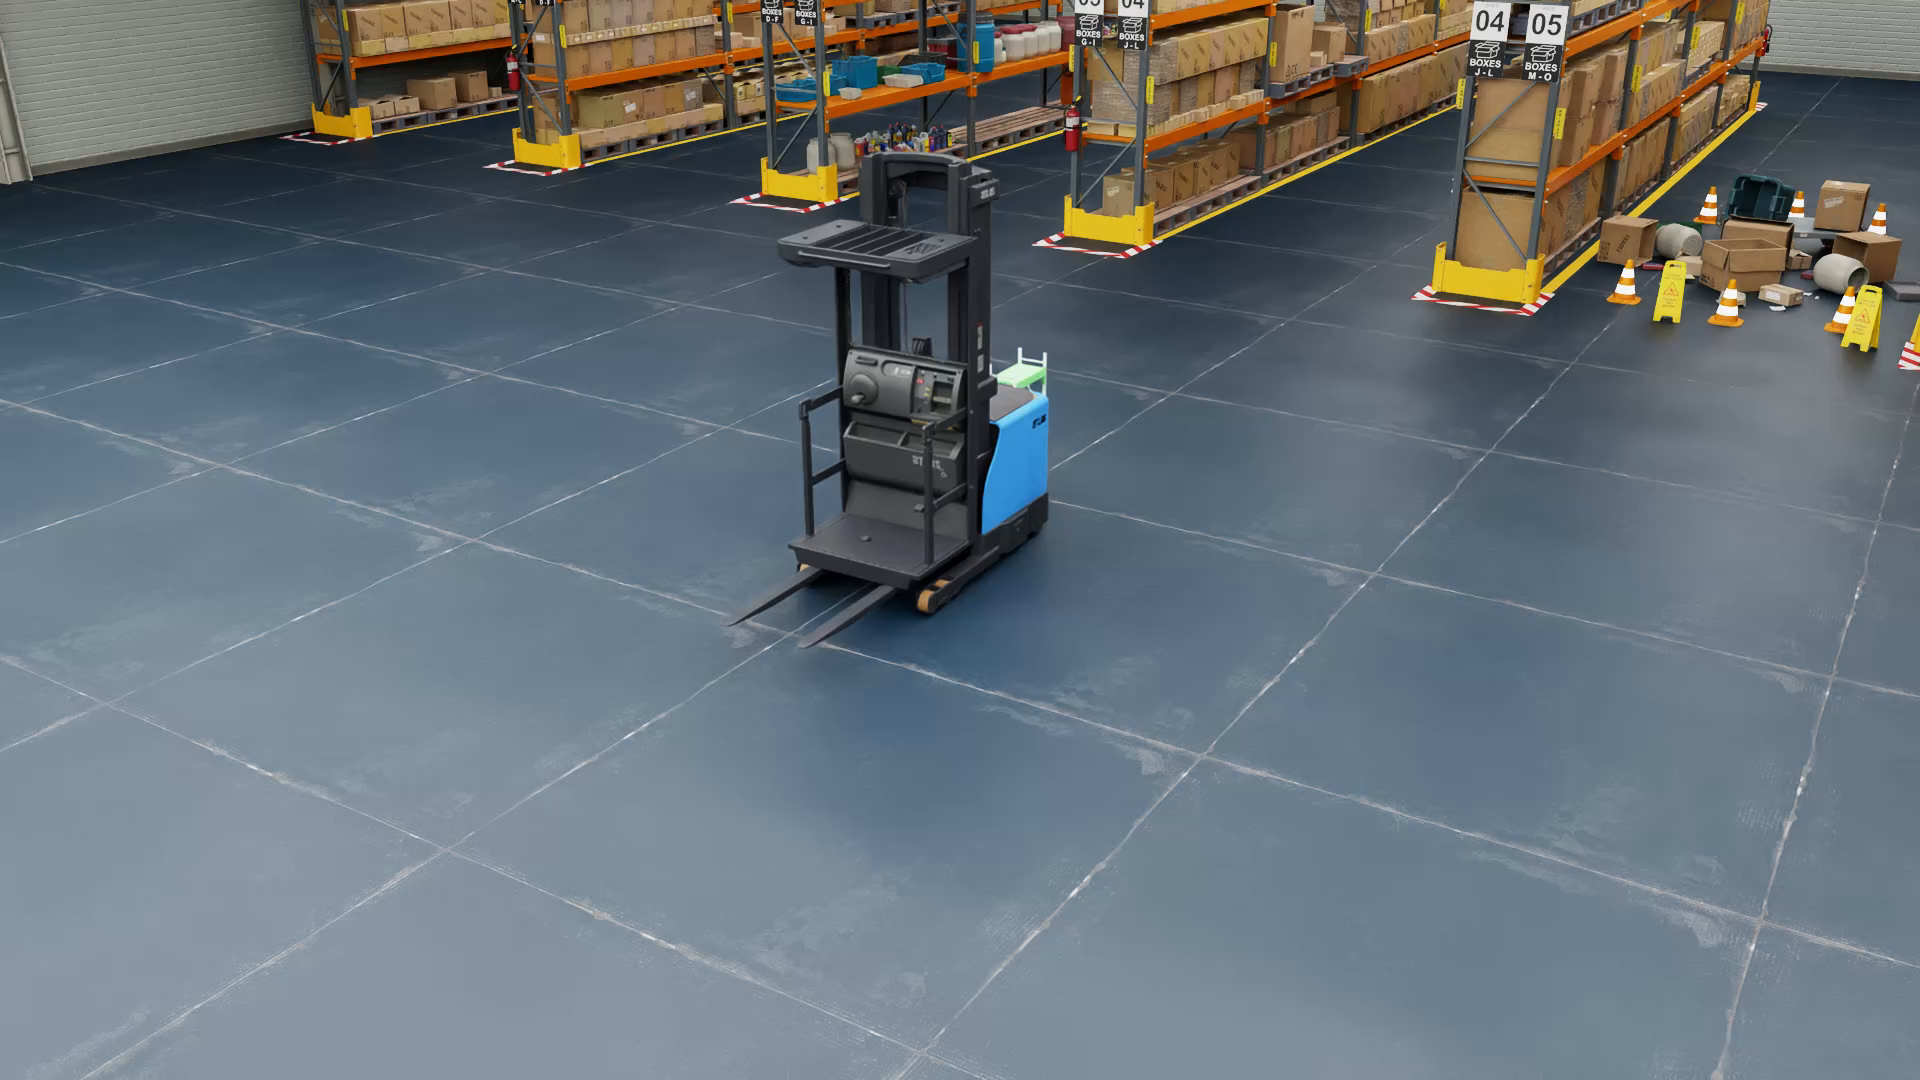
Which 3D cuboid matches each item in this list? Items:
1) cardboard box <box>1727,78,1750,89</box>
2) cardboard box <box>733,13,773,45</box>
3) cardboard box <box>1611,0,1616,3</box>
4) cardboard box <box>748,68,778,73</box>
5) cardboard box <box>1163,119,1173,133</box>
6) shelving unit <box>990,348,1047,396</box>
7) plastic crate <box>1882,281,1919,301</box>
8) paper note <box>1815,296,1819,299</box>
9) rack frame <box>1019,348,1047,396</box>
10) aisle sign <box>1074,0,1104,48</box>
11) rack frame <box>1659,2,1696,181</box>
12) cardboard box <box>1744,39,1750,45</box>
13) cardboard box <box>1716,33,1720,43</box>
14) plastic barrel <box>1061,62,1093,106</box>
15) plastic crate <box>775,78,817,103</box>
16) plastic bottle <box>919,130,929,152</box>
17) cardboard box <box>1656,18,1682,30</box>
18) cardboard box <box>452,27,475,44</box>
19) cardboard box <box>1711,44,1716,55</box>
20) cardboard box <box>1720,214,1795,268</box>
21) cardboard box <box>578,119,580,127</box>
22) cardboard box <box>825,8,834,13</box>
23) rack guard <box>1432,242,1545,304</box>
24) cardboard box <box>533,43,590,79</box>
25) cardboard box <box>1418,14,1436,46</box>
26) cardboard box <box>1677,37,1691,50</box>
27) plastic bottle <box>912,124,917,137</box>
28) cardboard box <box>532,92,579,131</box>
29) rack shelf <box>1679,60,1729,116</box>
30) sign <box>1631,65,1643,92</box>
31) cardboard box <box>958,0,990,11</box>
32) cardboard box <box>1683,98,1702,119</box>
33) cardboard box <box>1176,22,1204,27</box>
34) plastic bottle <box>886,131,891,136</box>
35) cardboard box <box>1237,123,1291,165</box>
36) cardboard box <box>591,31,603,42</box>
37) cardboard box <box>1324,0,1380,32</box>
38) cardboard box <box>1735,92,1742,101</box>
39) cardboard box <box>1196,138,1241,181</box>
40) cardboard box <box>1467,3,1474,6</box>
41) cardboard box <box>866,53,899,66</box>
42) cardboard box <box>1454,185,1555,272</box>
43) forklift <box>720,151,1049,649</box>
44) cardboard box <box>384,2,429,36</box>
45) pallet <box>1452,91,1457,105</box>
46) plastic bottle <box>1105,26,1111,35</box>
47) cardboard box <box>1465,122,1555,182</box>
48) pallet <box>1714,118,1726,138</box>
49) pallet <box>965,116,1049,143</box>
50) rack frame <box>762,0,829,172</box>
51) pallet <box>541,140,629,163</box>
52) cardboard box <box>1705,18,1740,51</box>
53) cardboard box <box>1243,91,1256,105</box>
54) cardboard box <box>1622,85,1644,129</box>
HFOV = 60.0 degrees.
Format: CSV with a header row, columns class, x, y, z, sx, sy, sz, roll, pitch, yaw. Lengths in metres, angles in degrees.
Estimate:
class,x,y,z,sx,sy,sz,roll,pitch,yaw
cardboard box,14.214,-8.355,30.420,0.380,0.149,0.250,13,27,28
cardboard box,-3.719,-9.196,29.926,0.500,0.500,0.500,16,28,33
cardboard box,7.434,-6.360,19.388,0.380,0.149,0.250,14,27,29
cardboard box,-3.643,-8.615,30.937,0.500,0.311,0.500,13,27,28
cardboard box,2.534,-5.382,21.558,0.380,0.149,0.250,14,27,29
shelving unit,0.444,-0.847,13.033,0.258,1.200,0.503,13,27,28
plastic crate,10.892,-2.864,19.102,0.402,0.080,0.583,5,24,11
paper note,9.777,-2.766,18.963,0.032,0.001,0.123,14,27,29
rack frame,0.568,-0.931,13.226,0.240,1.200,0.015,13,27,28
aisle sign,1.600,-6.524,20.608,0.394,0.787,0.004,14,27,29
rack frame,10.268,-6.916,24.785,1.000,3.000,0.127,14,27,29
cardboard box,13.995,-8.994,29.901,0.380,0.149,0.250,13,26,27
cardboard box,12.198,-8.215,27.199,0.380,0.149,0.250,14,27,29
plastic barrel,2.144,-8.393,30.400,0.600,0.830,0.708,14,27,29
plastic crate,-2.310,-6.490,23.990,0.499,0.251,0.616,14,27,29
plastic bottle,-0.576,-6.212,25.940,0.144,0.351,0.185,14,27,29
cardboard box,11.780,-8.580,27.667,0.380,0.149,0.250,15,28,32
cardboard box,-9.141,-9.131,30.065,0.500,0.250,0.500,14,27,29
cardboard box,12.067,-7.996,27.068,0.380,0.149,0.250,14,27,29
cardboard box,9.569,-3.570,20.027,0.797,0.637,0.503,14,27,29
cardboard box,-6.241,-6.711,27.246,0.500,0.250,0.500,14,27,29
cardboard box,-3.217,-12.632,39.791,0.380,0.149,0.250,14,27,30
rack guard,6.036,-3.060,19.026,1.175,0.500,0.348,14,27,29
cardboard box,-6.269,-7.567,26.164,0.700,0.500,0.500,14,27,29
cardboard box,8.203,-9.170,29.867,0.500,0.500,0.500,14,27,29
cardboard box,10.949,-7.555,25.300,0.380,0.149,0.250,14,27,29
plastic bottle,-0.750,-6.611,26.962,0.097,0.271,0.097,0,23,0
cardboard box,-6.496,-6.885,26.702,0.500,0.500,0.500,14,27,29
rack shelf,11.323,-7.261,26.487,1.077,0.370,4.000,14,27,29
sign,8.631,-5.883,21.211,0.100,0.325,0.005,14,27,29
cardboard box,0.304,-11.577,35.427,0.500,0.500,0.500,15,27,30
cardboard box,11.377,-6.823,26.245,0.500,0.250,0.500,14,27,29
cardboard box,3.018,-6.844,22.861,0.500,0.500,0.500,14,27,29
plastic bottle,-1.134,-6.320,26.290,0.097,0.271,0.097,0,23,0
cardboard box,4.608,-6.054,25.386,0.700,0.500,0.500,14,27,29
cardboard box,-5.866,-7.971,26.280,0.380,0.149,0.250,14,27,29
cardboard box,6.507,-8.739,27.608,0.797,0.503,0.637,15,28,31
cardboard box,13.918,-8.046,30.080,0.380,0.149,0.250,14,27,30
cardboard box,3.753,-5.558,24.267,0.500,0.500,0.500,13,27,27
cardboard box,10.030,-10.367,32.571,0.500,0.250,0.500,13,27,28
cardboard box,-1.552,-9.393,33.100,0.500,0.500,0.500,13,27,27
cardboard box,6.350,-3.676,19.447,0.875,0.875,0.875,14,27,29
forklift,-0.503,-1.045,11.311,1.130,2.935,3.031,13,27,28
cardboard box,-9.682,-9.124,29.105,0.500,0.500,0.500,13,27,27
pallet,9.328,-8.713,32.447,1.003,0.211,1.213,14,27,29
plastic bottle,2.647,-9.205,30.229,0.152,0.276,0.135,14,27,29
cardboard box,6.206,-4.419,18.829,0.875,0.550,0.550,14,27,29
pallet,12.703,-7.220,28.998,1.003,0.211,1.213,14,27,29
pallet,0.814,-7.084,28.684,1.003,0.211,1.213,14,27,29
rack frame,-2.320,-6.327,23.425,1.000,3.000,0.127,14,27,29
pallet,-6.158,-6.354,26.996,1.003,0.211,1.213,14,27,29
cardboard box,12.854,-8.562,28.089,0.500,0.500,0.500,13,27,28
cardboard box,3.994,-6.307,23.696,0.380,0.149,0.250,14,27,29
cardboard box,8.664,-5.733,21.926,0.500,0.500,0.500,14,27,30
